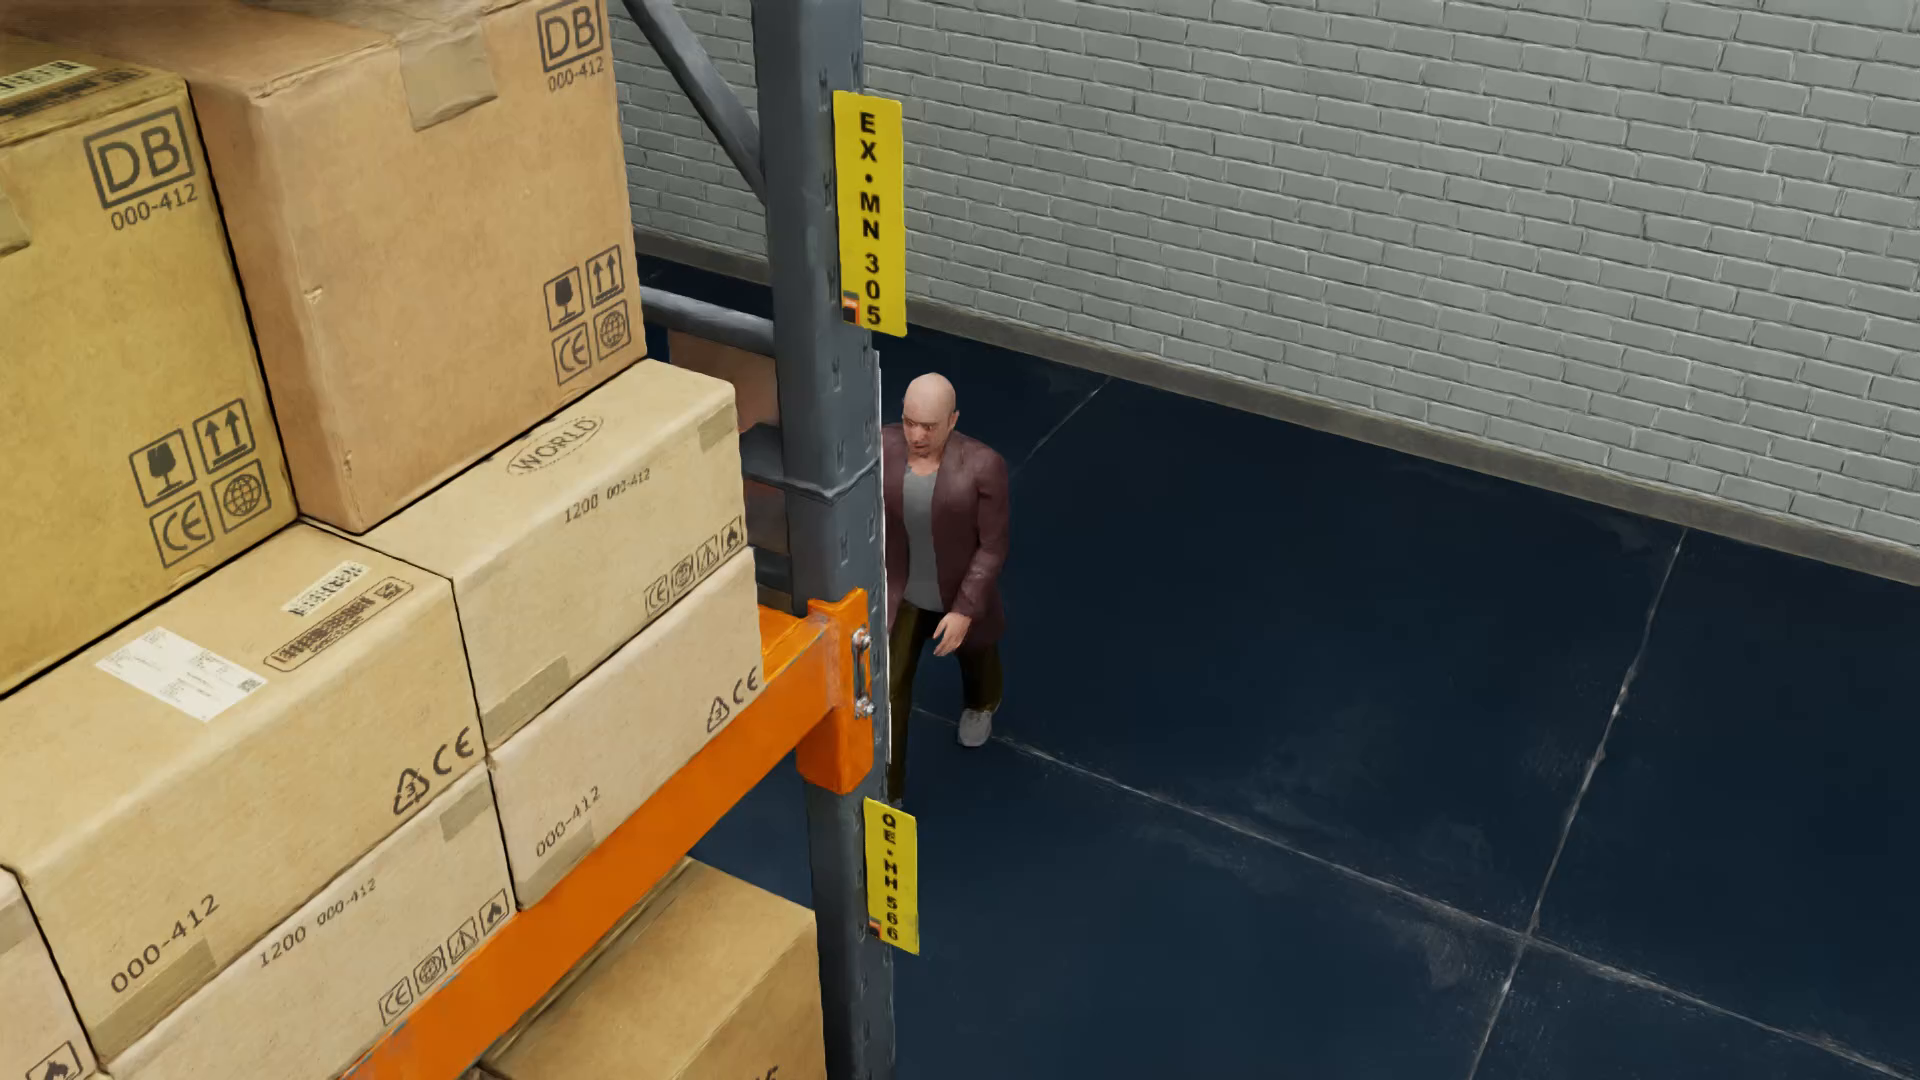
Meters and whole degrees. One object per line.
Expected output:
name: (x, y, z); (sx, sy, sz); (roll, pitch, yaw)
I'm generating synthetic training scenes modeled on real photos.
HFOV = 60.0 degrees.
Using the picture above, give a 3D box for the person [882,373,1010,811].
person: (-0.115, 0.181, 5.867); (0.589, 1.721, 1.072); (9, 35, 13)
